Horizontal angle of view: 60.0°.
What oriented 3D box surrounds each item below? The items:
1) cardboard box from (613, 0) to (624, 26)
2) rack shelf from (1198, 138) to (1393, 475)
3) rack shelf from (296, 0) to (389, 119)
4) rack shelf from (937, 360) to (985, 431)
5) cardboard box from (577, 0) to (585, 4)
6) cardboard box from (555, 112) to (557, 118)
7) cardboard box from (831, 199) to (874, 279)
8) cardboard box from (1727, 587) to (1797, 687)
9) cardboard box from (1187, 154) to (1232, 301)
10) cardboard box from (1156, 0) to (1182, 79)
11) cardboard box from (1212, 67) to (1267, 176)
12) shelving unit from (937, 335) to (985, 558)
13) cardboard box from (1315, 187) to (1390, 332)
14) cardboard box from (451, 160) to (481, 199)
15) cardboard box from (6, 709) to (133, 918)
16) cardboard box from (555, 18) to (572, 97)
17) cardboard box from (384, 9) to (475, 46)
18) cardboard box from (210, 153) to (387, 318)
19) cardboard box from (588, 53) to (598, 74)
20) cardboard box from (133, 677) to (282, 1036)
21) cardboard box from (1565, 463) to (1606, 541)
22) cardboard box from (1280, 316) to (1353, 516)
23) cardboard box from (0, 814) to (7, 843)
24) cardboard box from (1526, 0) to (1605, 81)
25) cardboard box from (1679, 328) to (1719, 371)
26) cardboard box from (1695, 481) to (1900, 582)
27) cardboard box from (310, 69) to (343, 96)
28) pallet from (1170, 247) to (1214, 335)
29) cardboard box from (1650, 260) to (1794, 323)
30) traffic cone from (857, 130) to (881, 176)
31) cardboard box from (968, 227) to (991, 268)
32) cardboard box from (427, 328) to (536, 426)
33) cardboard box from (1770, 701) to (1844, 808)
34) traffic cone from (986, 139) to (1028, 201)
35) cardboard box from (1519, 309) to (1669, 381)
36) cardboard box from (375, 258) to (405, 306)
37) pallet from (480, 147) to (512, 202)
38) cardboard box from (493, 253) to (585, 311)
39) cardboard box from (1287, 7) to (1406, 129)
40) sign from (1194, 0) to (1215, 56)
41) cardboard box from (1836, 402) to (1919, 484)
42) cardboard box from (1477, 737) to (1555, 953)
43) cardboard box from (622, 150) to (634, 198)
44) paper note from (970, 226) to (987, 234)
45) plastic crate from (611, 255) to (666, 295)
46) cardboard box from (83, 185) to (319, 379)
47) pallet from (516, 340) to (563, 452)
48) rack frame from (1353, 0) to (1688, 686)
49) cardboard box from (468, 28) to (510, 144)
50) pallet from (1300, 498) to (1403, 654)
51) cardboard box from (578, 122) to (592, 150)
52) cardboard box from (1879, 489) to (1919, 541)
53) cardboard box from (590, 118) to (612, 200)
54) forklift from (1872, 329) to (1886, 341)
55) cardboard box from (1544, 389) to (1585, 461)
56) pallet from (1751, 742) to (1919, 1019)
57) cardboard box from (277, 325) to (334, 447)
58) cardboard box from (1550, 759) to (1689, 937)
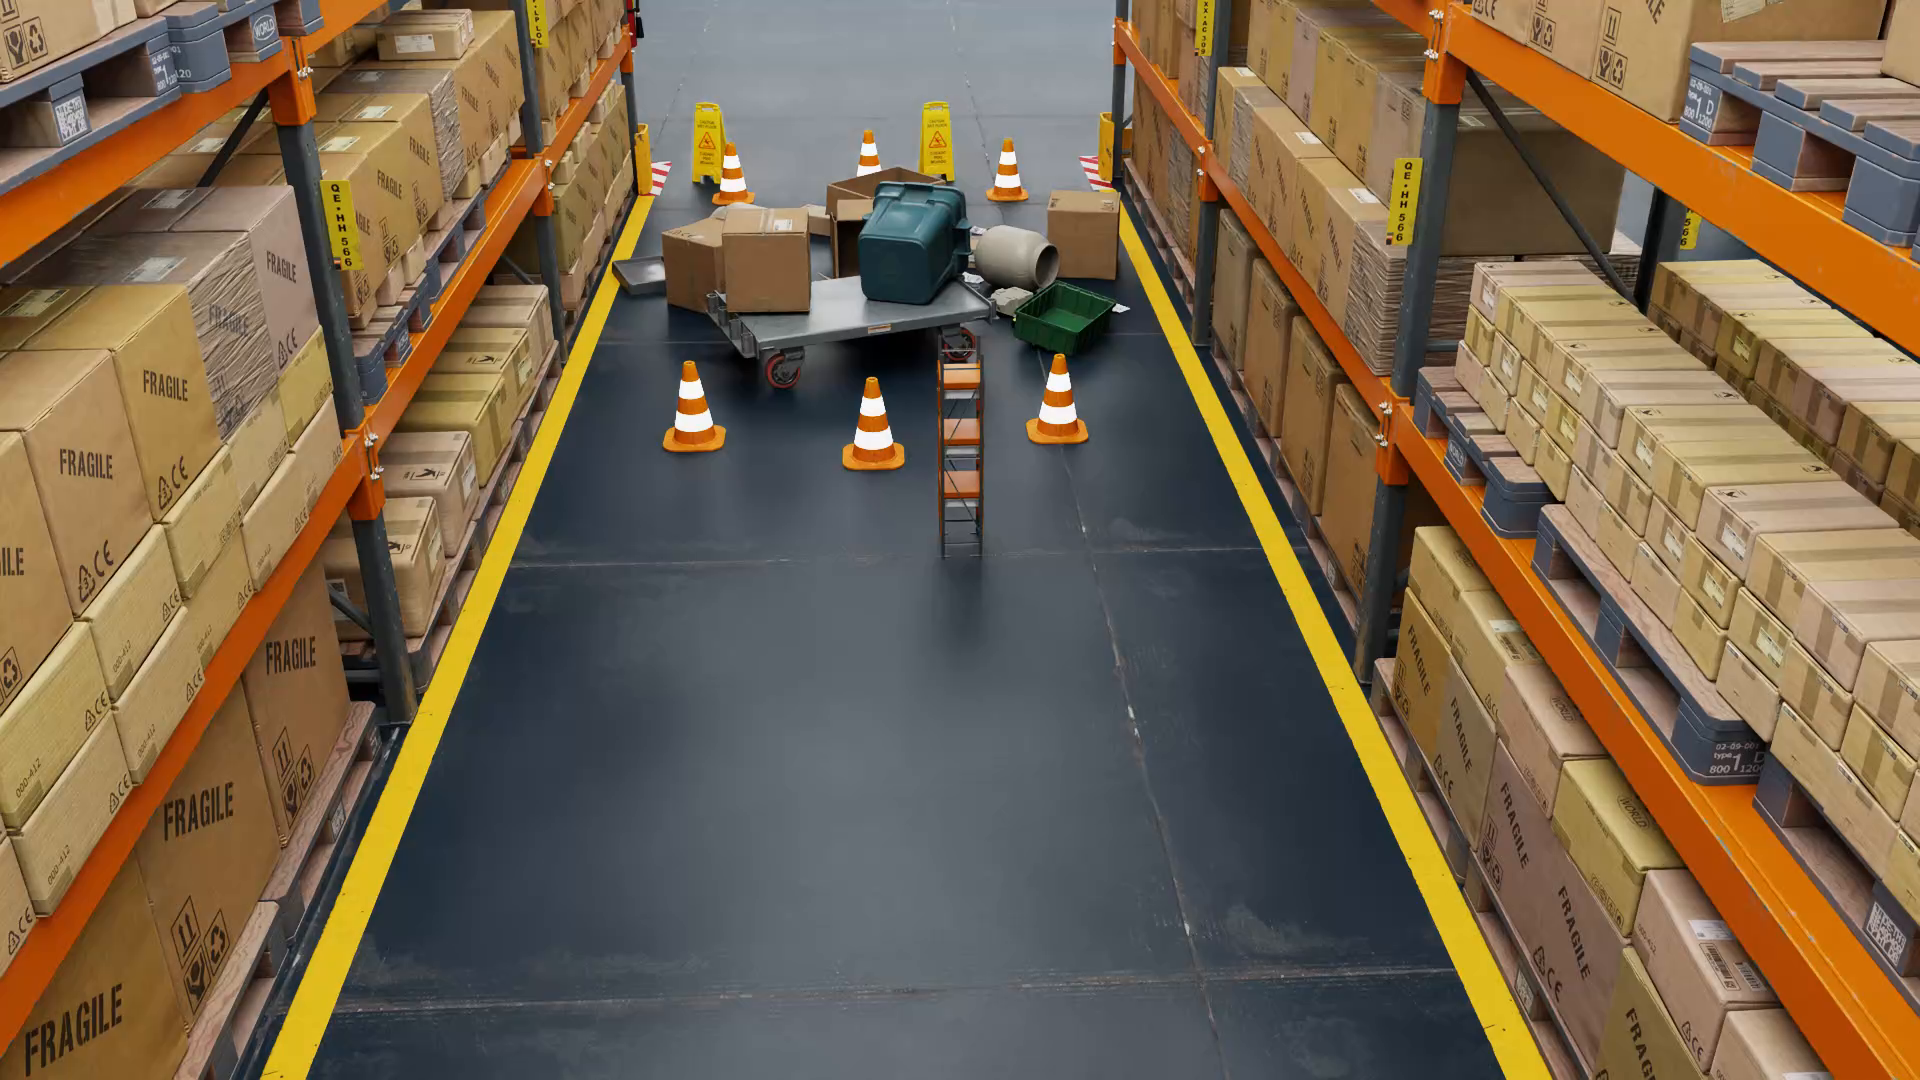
[{"bbox_3d":[-2.856,-4.211,12.651,0.500,0.500,0.500,-2,28,-4],"label":"cardboard box"},{"bbox_3d":[2.092,-1.356,8.383,1.077,0.370,4.000,-1,28,-3],"label":"rack shelf"},{"bbox_3d":[-2.846,-2.519,7.371,1.077,0.370,4.000,-1,28,-3],"label":"rack shelf"},{"bbox_3d":[0.003,-0.683,7.834,0.215,0.259,0.240,-1,28,-3],"label":"rack shelf"},{"bbox_3d":[-2.761,-3.729,10.645,0.700,0.500,0.500,-2,28,-4],"label":"cardboard box"},{"bbox_3d":[-2.756,-2.711,10.476,0.380,0.149,0.250,-2,28,-3],"label":"cardboard box"},{"bbox_3d":[-0.483,-2.051,11.491,0.797,0.637,0.503,-1,28,-3],"label":"cardboard box"},{"bbox_3d":[2.131,0.228,4.065,0.380,0.149,0.250,-3,28,-5],"label":"cardboard box"},{"bbox_3d":[2.024,-2.134,10.942,0.875,0.875,0.875,-1,28,-2],"label":"cardboard box"},{"bbox_3d":[1.866,-3.583,11.714,0.875,0.550,0.500,-1,28,-3],"label":"cardboard box"},{"bbox_3d":[1.746,-2.393,9.487,0.500,0.500,0.500,-1,28,-2],"label":"cardboard box"},{"bbox_3d":[0.003,-0.441,7.960,0.215,1.050,0.252,-1,28,-3],"label":"shelving unit"},{"bbox_3d":[1.880,-1.227,7.251,0.500,0.500,0.500,-1,28,-3],"label":"cardboard box"},{"bbox_3d":[-2.609,-1.804,8.283,0.380,0.149,0.250,-1,28,-3],"label":"cardboard box"},{"bbox_3d":[-2.332,0.643,3.935,0.500,0.250,0.500,-2,28,-3],"label":"cardboard box"},{"bbox_3d":[-2.745,-3.049,10.423,0.500,0.500,0.500,-1,28,-3],"label":"cardboard box"},{"bbox_3d":[-2.652,-2.556,8.322,0.380,0.149,0.250,-2,28,-4],"label":"cardboard box"},{"bbox_3d":[-2.534,-1.161,6.348,0.500,0.500,0.500,-2,28,-4],"label":"cardboard box"},{"bbox_3d":[-2.790,-3.411,11.819,0.380,0.149,0.250,-2,28,-3],"label":"cardboard box"},{"bbox_3d":[-2.747,0.904,5.116,0.875,0.875,0.875,-1,28,-2],"label":"cardboard box"},{"bbox_3d":[2.078,-0.118,5.051,0.380,0.149,0.250,-1,28,-1],"label":"cardboard box"},{"bbox_3d":[2.205,-0.627,8.187,1.050,0.750,0.750,-1,28,-2],"label":"cardboard box"},{"bbox_3d":[-2.330,0.657,3.368,0.500,0.250,0.500,-1,28,-2],"label":"cardboard box"},{"bbox_3d":[1.993,-1.624,4.769,0.500,0.500,0.500,-1,28,-3],"label":"cardboard box"},{"bbox_3d":[2.692,-0.617,5.686,0.380,0.149,0.250,0,28,-1],"label":"cardboard box"},{"bbox_3d":[2.122,-0.025,4.228,0.380,0.149,0.250,-3,28,-5],"label":"cardboard box"},{"bbox_3d":[-3.136,-1.874,7.716,0.500,0.500,0.500,-2,28,-5],"label":"cardboard box"},{"bbox_3d":[2.026,-1.715,11.310,1.003,0.211,1.213,-1,28,-3],"label":"pallet"},{"bbox_3d":[2.679,-0.874,5.857,0.380,0.149,0.250,-2,28,-5],"label":"cardboard box"},{"bbox_3d":[-0.758,-3.171,13.829,0.336,0.463,0.334,-1,28,-3],"label":"traffic cone"},{"bbox_3d":[0.058,-2.135,12.057,0.396,0.266,0.258,3,28,6],"label":"cardboard box"},{"bbox_3d":[-2.880,-0.879,9.079,0.950,0.372,0.625,0,28,1],"label":"cardboard box"},{"bbox_3d":[2.148,0.492,3.881,0.380,0.149,0.250,-3,28,-5],"label":"cardboard box"},{"bbox_3d":[0.388,-3.041,13.580,0.336,0.463,0.334,-1,28,-3],"label":"traffic cone"},{"bbox_3d":[2.052,-0.634,5.396,0.380,0.149,0.250,-2,28,-3],"label":"cardboard box"},{"bbox_3d":[-2.523,-1.073,6.881,0.380,0.149,0.250,-3,28,-6],"label":"cardboard box"},{"bbox_3d":[-3.056,-1.990,9.030,1.003,0.211,1.213,-1,28,-3],"label":"pallet"},{"bbox_3d":[-2.712,-1.678,10.743,0.500,0.250,0.500,-3,28,-5],"label":"cardboard box"},{"bbox_3d":[2.074,-2.386,8.391,0.700,0.500,0.500,-1,28,-2],"label":"cardboard box"},{"bbox_3d":[1.433,-3.003,9.742,0.100,0.325,0.005,-1,28,-3],"label":"sign"},{"bbox_3d":[2.745,-0.277,4.712,0.380,0.149,0.250,0,28,0],"label":"cardboard box"},{"bbox_3d":[2.039,0.973,5.390,0.500,0.500,0.500,-2,28,-4],"label":"cardboard box"},{"bbox_3d":[-2.848,-2.868,13.025,0.500,0.250,0.500,-2,28,-3],"label":"cardboard box"},{"bbox_3d":[0.162,-2.382,12.787,0.144,0.017,0.142,8,29,15],"label":"paper note"},{"bbox_3d":[-2.214,-1.882,11.773,0.402,0.080,0.583,-11,30,-20],"label":"plastic crate"},{"bbox_3d":[-2.454,-0.840,5.427,0.500,0.500,0.500,-2,28,-4],"label":"cardboard box"},{"bbox_3d":[-2.909,-0.836,9.625,1.003,0.211,1.213,-1,28,-3],"label":"pallet"},{"bbox_3d":[2.196,-0.751,6.446,1.000,3.000,0.127,-1,28,-3],"label":"rack frame"},{"bbox_3d":[-2.670,-2.358,8.643,0.500,0.500,0.500,-1,28,-2],"label":"cardboard box"},{"bbox_3d":[2.230,0.120,7.793,1.003,0.211,1.213,-1,28,-3],"label":"pallet"},{"bbox_3d":[-2.704,-2.719,11.226,0.380,0.149,0.250,0,28,0],"label":"cardboard box"},{"bbox_3d":[2.760,-0.026,4.551,0.380,0.149,0.250,-2,28,-4],"label":"cardboard box"},{"bbox_3d":[-2.808,-2.741,11.970,0.500,0.500,0.500,-2,28,-4],"label":"cardboard box"},{"bbox_3d":[4.733,-1.141,7.267,1.130,2.935,3.031,-1,28,-2],"label":"forklift"},{"bbox_3d":[2.068,-0.365,5.202,0.380,0.149,0.250,-1,28,-2],"label":"cardboard box"},{"bbox_3d":[2.510,0.825,3.632,1.003,0.211,1.213,-1,28,-3],"label":"pallet"},{"bbox_3d":[-2.463,-0.522,5.629,0.500,0.250,0.500,-1,28,-3],"label":"cardboard box"},{"bbox_3d":[2.058,0.867,4.783,0.500,0.250,0.500,-3,28,-5],"label":"cardboard box"}]
